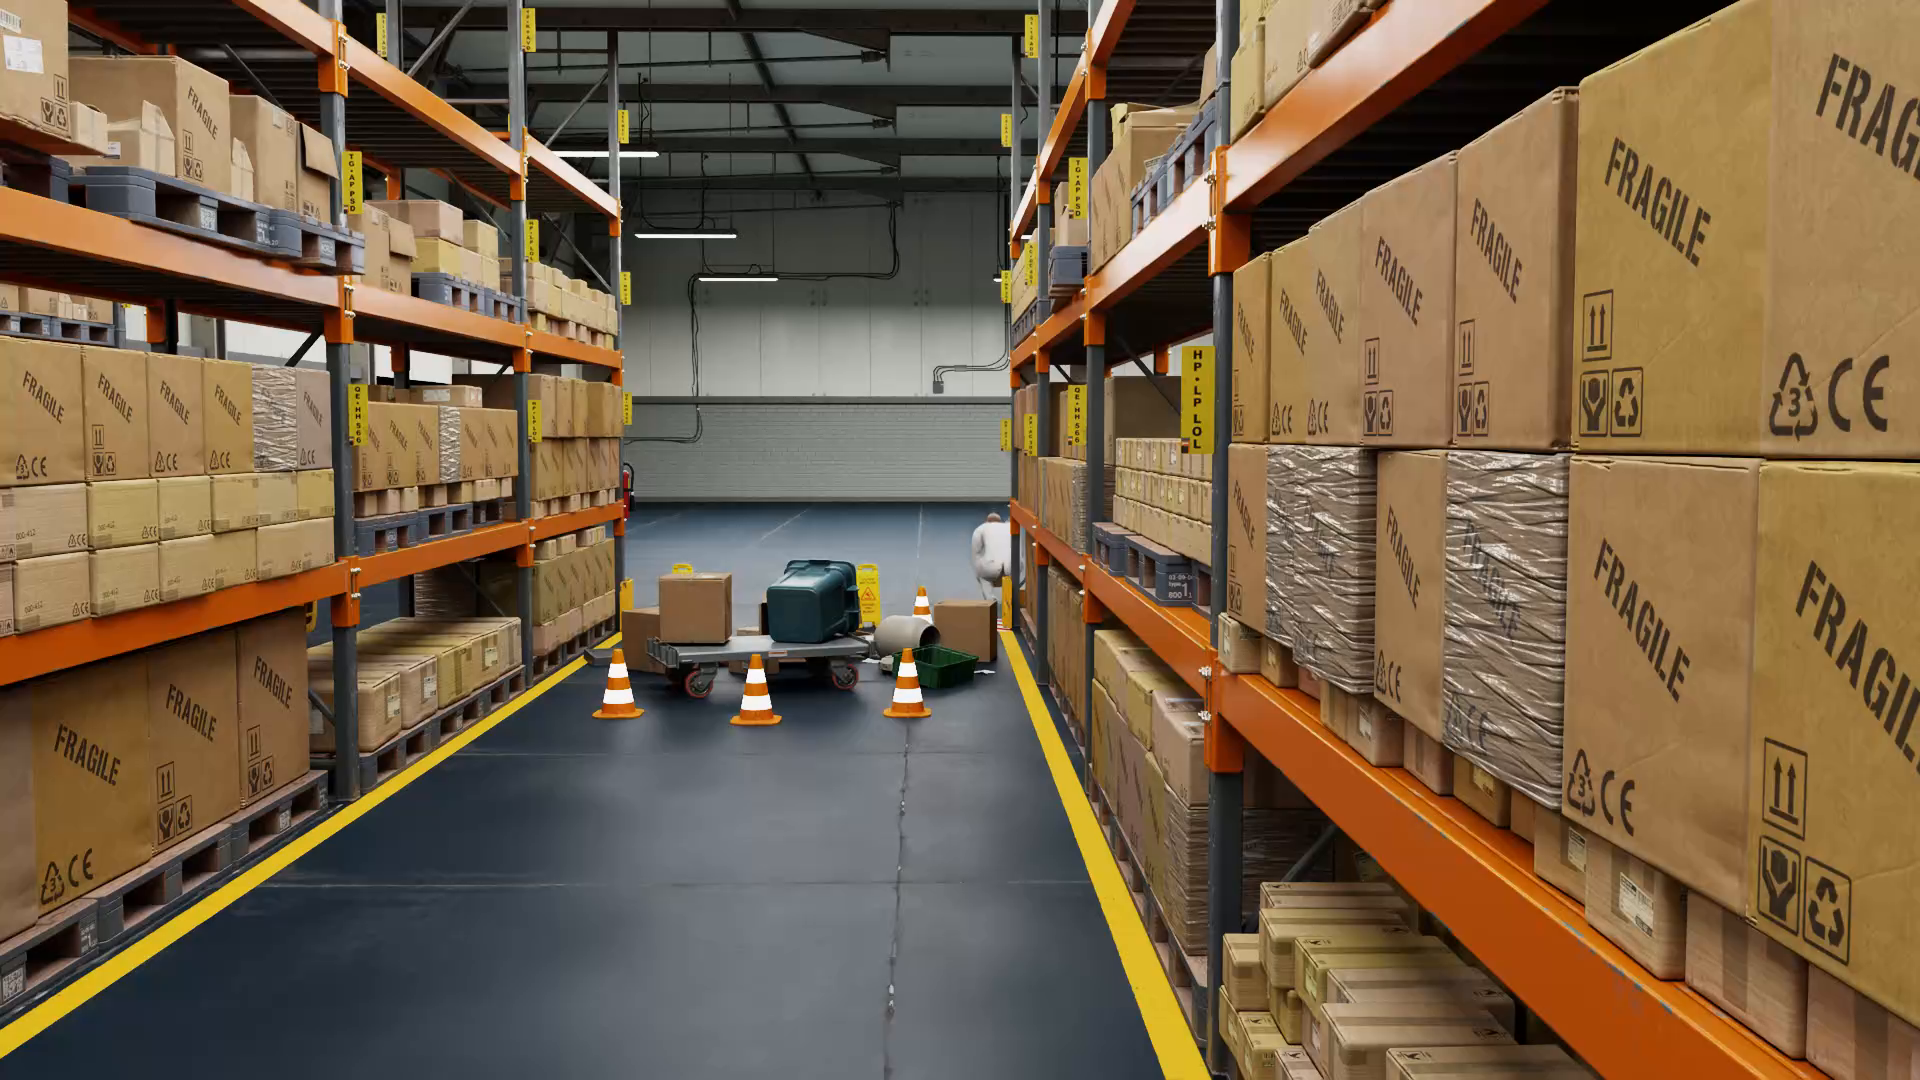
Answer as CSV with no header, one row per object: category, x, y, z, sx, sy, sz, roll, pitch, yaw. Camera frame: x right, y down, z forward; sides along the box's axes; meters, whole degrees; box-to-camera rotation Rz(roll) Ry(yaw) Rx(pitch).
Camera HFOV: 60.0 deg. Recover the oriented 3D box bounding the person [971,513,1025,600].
person,0.442,0.237,19.113,0.613,1.063,0.888,0,4,-2
